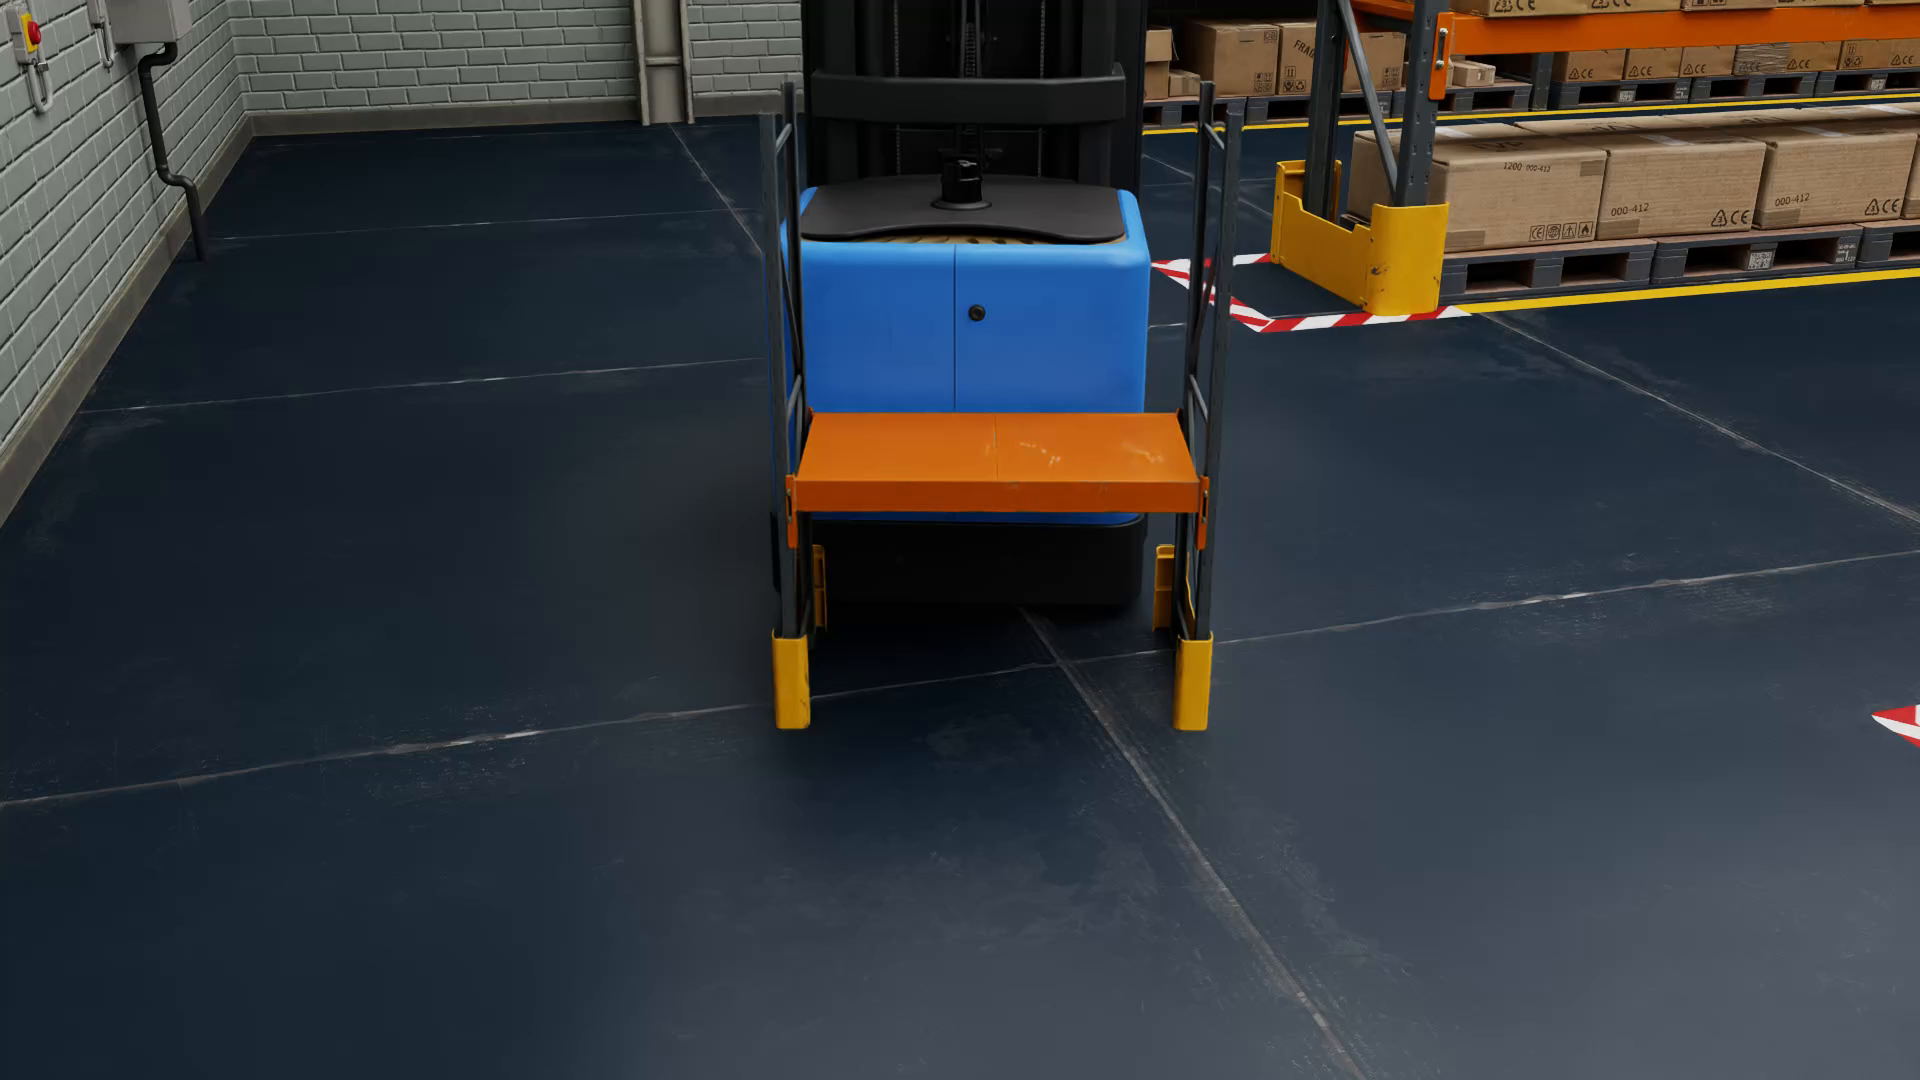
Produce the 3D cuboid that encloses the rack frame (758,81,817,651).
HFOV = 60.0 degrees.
[{"bbox_3d":[-0.419,-0.331,4.120,0.032,1.500,0.500,0,23,0],"label":"rack frame"}]

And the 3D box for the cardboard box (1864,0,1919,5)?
[{"bbox_3d":[4.439,-2.852,7.967,0.500,0.500,0.500,-7,24,-15],"label":"cardboard box"}]

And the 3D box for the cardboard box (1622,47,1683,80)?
[{"bbox_3d":[5.482,-4.024,13.461,0.500,0.500,0.500,-7,24,-15],"label":"cardboard box"}]

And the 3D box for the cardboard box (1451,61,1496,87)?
[{"bbox_3d":[3.989,-3.665,13.070,0.250,0.149,0.380,-7,24,-16],"label":"cardboard box"}]

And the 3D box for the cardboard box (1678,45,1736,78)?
[{"bbox_3d":[5.964,-4.075,13.581,0.500,0.500,0.500,-7,24,-16],"label":"cardboard box"}]

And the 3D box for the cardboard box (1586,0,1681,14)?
[{"bbox_3d":[2.958,-2.695,7.601,0.500,0.500,0.500,-7,24,-15],"label":"cardboard box"}]

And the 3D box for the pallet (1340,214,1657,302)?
[{"bbox_3d":[2.688,-1.476,8.423,1.213,0.211,1.003,-6,24,-14],"label":"pallet"}]

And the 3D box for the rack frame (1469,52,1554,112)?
[{"bbox_3d":[4.446,-4.953,12.989,0.127,3.000,1.000,-6,24,-14],"label":"rack frame"}]

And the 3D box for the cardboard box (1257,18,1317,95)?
[{"bbox_3d":[2.578,-3.695,12.695,0.500,0.500,0.500,-6,24,-13],"label":"cardboard box"}]

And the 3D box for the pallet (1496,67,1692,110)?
[{"bbox_3d":[5.219,-3.772,13.774,1.213,0.211,1.003,-6,24,-14],"label":"pallet"}]

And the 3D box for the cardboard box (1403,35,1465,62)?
[{"bbox_3d":[3.746,-3.930,13.481,0.500,0.311,0.500,-5,24,-12],"label":"cardboard box"}]

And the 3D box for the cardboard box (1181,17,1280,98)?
[{"bbox_3d":[2.042,-3.677,12.652,0.500,0.500,0.700,-5,24,-12],"label":"cardboard box"}]

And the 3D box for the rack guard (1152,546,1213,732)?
[{"bbox_3d":[0.578,0.246,4.359,0.087,0.250,0.587,0,23,0],"label":"rack guard"}]

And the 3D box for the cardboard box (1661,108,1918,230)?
[{"bbox_3d":[4.295,-1.963,8.737,0.875,0.438,0.875,-7,24,-16],"label":"cardboard box"}]

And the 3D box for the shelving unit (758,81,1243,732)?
[{"bbox_3d":[0.080,-0.330,4.116,1.083,1.500,0.587,0,23,0],"label":"shelving unit"}]

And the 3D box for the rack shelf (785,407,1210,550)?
[{"bbox_3d":[0.090,-0.164,4.187,1.000,0.185,0.538,0,23,0],"label":"rack shelf"}]

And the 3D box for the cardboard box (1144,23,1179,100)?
[{"bbox_3d":[1.209,-3.602,12.473,0.637,0.503,0.797,-7,24,-16],"label":"cardboard box"}]

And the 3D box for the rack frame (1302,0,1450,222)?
[{"bbox_3d":[1.939,-2.643,7.605,0.127,3.000,1.000,-6,24,-14],"label":"rack frame"}]

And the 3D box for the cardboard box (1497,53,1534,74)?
[{"bbox_3d":[4.839,-4.162,13.783,0.500,0.500,0.500,-6,24,-15],"label":"cardboard box"}]

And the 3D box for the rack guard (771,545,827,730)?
[{"bbox_3d":[-0.418,0.243,4.366,0.087,0.250,0.587,0,23,0],"label":"rack guard"}]

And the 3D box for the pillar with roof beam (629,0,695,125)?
[{"bbox_3d":[-1.082,-5.704,7.132,0.400,9.000,9.100,-6,24,-14],"label":"pillar with roof beam"}]

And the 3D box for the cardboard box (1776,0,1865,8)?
[{"bbox_3d":[3.930,-2.802,7.850,0.500,0.500,0.500,-6,24,-13],"label":"cardboard box"}]

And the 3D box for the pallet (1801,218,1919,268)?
[{"bbox_3d":[5.037,-1.736,9.028,1.213,0.211,1.003,-6,24,-14],"label":"pallet"}]

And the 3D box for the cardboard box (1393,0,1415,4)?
[{"bbox_3d":[2.332,-2.841,7.939,0.500,0.500,0.500,-6,24,-14],"label":"cardboard box"}]

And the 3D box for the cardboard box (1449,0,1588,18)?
[{"bbox_3d":[2.479,-2.631,7.450,0.500,0.500,0.500,-7,24,-15],"label":"cardboard box"}]

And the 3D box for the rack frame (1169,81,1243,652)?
[{"bbox_3d":[0.598,-0.328,4.112,0.032,1.500,0.500,0,23,0],"label":"rack frame"}]

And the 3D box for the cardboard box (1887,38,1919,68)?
[{"bbox_3d":[7.948,-4.297,14.097,0.500,0.500,0.500,-6,24,-13],"label":"cardboard box"}]

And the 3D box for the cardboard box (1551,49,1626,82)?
[{"bbox_3d":[4.972,-3.963,13.320,0.500,0.500,0.500,-5,24,-12],"label":"cardboard box"}]

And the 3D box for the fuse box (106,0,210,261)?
[{"bbox_3d":[-3.911,-2.254,8.334,0.414,1.711,0.539,-6,24,-14],"label":"fuse box"}]

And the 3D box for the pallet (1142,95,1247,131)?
[{"bbox_3d":[1.435,-3.339,12.764,1.213,0.211,1.003,-6,24,-14],"label":"pallet"}]

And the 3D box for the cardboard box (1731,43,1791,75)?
[{"bbox_3d":[6.465,-4.128,13.704,0.500,0.500,0.500,-7,24,-16],"label":"cardboard box"}]

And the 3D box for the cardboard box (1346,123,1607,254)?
[{"bbox_3d":[2.547,-1.767,8.280,0.875,0.438,0.875,-7,24,-16],"label":"cardboard box"}]

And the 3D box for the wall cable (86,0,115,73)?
[{"bbox_3d":[-3.878,-3.037,7.236,0.122,1.984,0.588,-6,24,-14],"label":"wall cable"}]

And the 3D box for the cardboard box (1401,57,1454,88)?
[{"bbox_3d":[3.645,-3.681,12.959,0.258,0.266,0.396,-5,24,-12],"label":"cardboard box"}]

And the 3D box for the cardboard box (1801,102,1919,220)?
[{"bbox_3d":[5.157,-2.058,8.960,0.875,0.438,0.875,-7,24,-15],"label":"cardboard box"}]

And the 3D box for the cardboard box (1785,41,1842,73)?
[{"bbox_3d":[6.960,-4.191,13.850,0.500,0.500,0.500,-5,24,-12],"label":"cardboard box"}]

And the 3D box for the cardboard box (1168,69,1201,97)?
[{"bbox_3d":[1.628,-3.469,12.614,0.250,0.149,0.380,-7,24,-16],"label":"cardboard box"}]

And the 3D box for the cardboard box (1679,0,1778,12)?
[{"bbox_3d":[3.453,-2.743,7.711,0.500,0.500,0.500,-6,24,-15],"label":"cardboard box"}]

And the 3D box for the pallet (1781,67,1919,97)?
[{"bbox_3d":[7.568,-4.032,14.380,1.213,0.211,1.003,-6,24,-14],"label":"pallet"}]

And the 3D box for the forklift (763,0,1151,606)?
[{"bbox_3d":[0.056,-1.700,5.495,1.130,2.935,3.031,1,23,2],"label":"forklift"}]

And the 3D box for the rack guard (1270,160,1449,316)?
[{"bbox_3d":[1.916,-1.491,8.092,0.348,0.500,1.175,-6,24,-14],"label":"rack guard"}]

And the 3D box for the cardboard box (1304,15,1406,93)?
[{"bbox_3d":[3.042,-3.787,12.910,0.500,0.500,0.700,-7,24,-16],"label":"cardboard box"}]

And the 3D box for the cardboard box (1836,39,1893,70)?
[{"bbox_3d":[7.463,-4.247,13.982,0.500,0.500,0.500,-7,24,-15],"label":"cardboard box"}]

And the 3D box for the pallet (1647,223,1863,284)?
[{"bbox_3d":[3.860,-1.605,8.722,1.213,0.211,1.003,-6,24,-14],"label":"pallet"}]

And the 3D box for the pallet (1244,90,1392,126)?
[{"bbox_3d":[2.607,-3.467,13.063,1.213,0.211,1.003,-6,24,-14],"label":"pallet"}]

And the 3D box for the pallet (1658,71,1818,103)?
[{"bbox_3d":[6.395,-3.904,14.080,1.213,0.211,1.003,-6,24,-14],"label":"pallet"}]

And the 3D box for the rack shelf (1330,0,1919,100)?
[{"bbox_3d":[3.864,-2.525,8.243,4.000,0.370,1.077,-6,24,-14],"label":"rack shelf"}]

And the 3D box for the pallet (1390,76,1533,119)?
[{"bbox_3d":[3.784,-3.599,13.369,1.213,0.211,1.003,-6,24,-14],"label":"pallet"}]

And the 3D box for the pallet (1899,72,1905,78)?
[{"bbox_3d":[9.100,-4.170,14.702,1.213,0.211,1.003,-6,24,-14],"label":"pallet"}]

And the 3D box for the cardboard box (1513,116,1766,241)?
[{"bbox_3d":[3.426,-1.867,8.514,0.875,0.438,0.875,-6,24,-13],"label":"cardboard box"}]

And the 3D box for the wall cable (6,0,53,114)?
[{"bbox_3d":[-3.484,-2.515,5.978,0.123,1.953,0.585,-6,24,-14],"label":"wall cable"}]
